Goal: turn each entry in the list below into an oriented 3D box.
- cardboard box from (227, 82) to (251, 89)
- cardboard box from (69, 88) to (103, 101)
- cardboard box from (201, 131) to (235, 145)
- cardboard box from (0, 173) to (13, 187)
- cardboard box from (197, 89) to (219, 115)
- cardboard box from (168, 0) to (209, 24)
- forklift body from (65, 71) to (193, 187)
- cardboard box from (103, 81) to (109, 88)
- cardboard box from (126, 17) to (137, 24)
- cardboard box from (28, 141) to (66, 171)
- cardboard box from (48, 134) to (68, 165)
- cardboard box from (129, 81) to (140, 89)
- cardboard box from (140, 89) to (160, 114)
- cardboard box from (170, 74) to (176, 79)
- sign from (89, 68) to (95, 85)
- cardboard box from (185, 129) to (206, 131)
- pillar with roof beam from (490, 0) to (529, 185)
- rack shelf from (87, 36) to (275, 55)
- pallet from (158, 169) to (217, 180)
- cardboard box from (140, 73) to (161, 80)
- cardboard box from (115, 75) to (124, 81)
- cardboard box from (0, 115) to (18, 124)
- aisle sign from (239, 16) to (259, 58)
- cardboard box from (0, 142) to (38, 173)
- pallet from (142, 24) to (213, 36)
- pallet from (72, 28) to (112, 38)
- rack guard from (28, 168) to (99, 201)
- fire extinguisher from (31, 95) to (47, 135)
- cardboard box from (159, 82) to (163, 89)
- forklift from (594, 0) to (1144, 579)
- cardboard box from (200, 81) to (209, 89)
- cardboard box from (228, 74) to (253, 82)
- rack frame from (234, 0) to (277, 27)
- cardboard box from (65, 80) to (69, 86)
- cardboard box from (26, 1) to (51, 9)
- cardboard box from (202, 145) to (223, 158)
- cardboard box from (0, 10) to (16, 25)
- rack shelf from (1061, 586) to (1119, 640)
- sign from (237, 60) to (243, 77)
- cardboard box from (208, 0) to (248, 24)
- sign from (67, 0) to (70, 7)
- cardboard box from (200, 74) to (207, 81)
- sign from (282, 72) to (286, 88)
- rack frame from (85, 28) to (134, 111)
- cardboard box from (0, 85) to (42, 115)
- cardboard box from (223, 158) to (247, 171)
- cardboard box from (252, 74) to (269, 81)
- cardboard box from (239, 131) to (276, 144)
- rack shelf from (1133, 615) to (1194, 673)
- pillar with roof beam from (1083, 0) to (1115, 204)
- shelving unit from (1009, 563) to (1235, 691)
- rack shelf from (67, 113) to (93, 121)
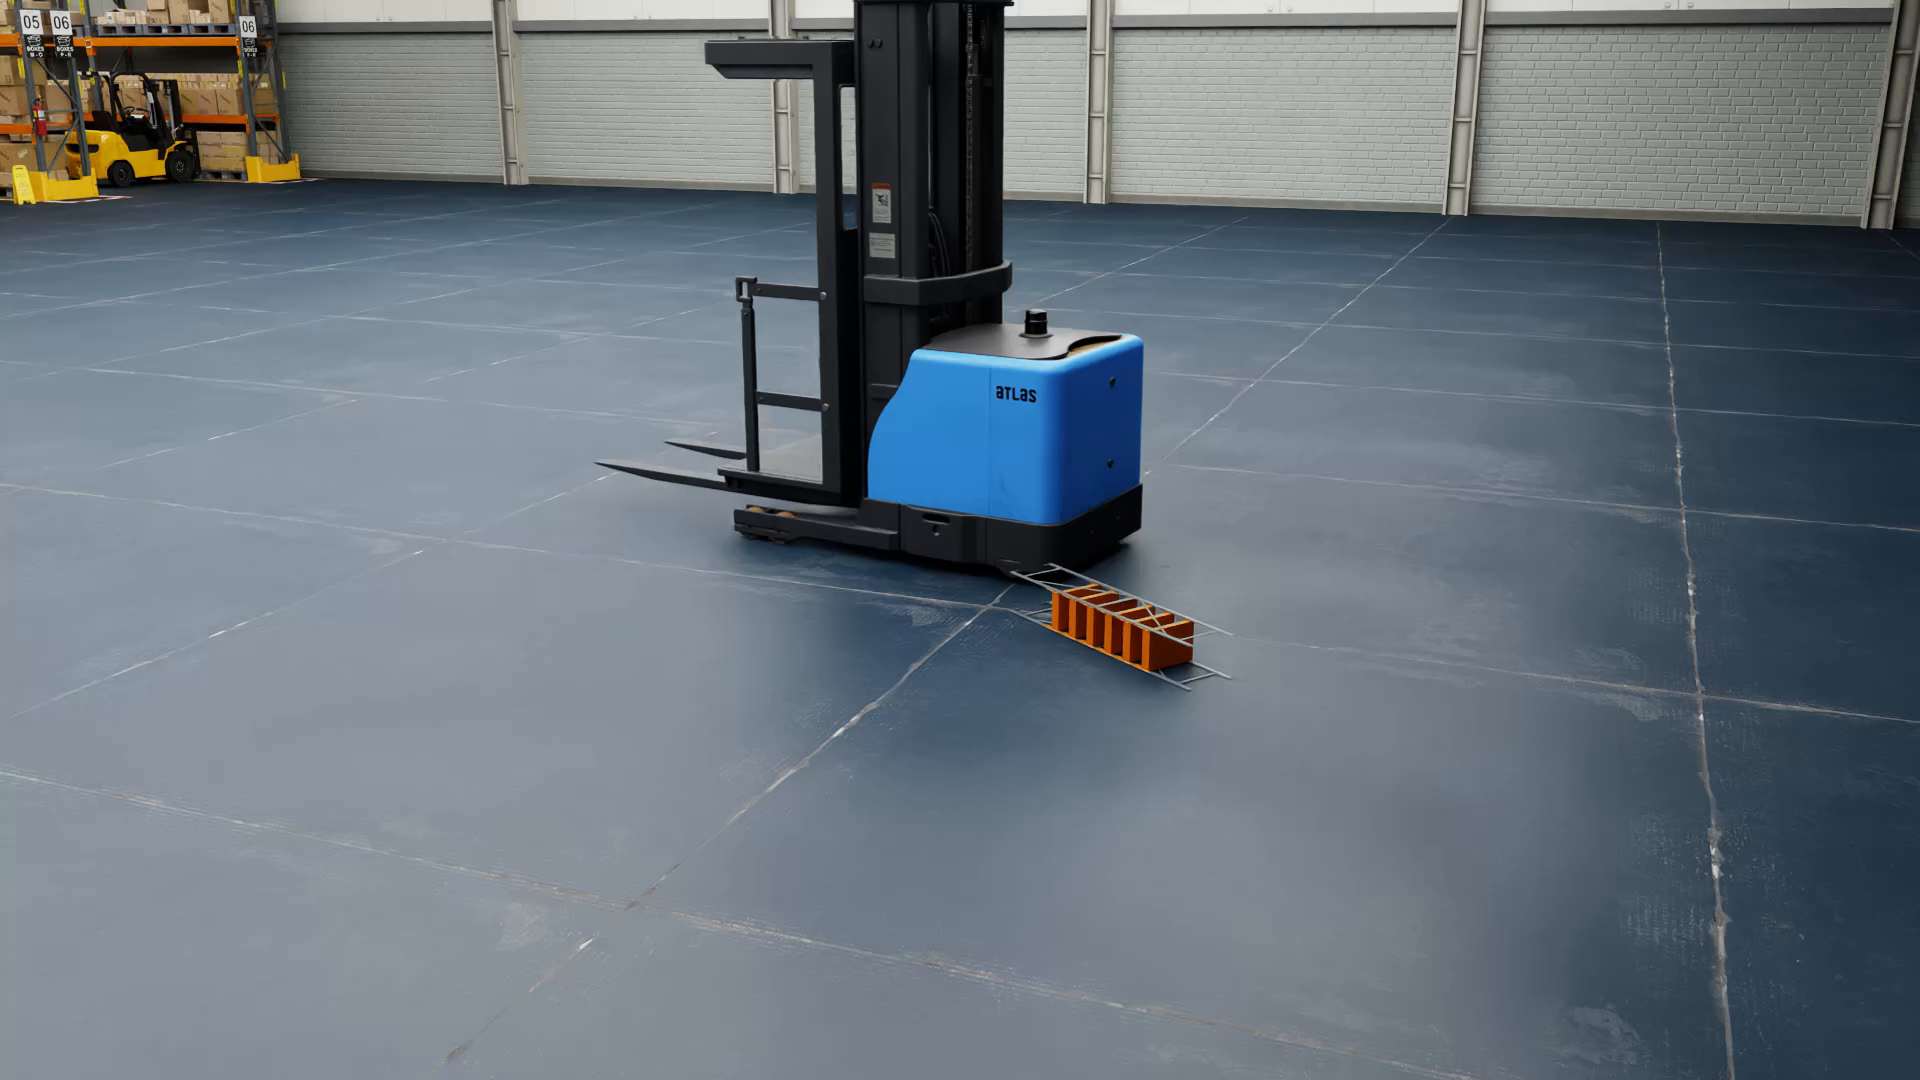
[{"bbox_3d":[-14.485,-9.137,33.422,0.250,0.149,0.380,7,17,21],"label":"cardboard box"},{"bbox_3d":[-18.332,-9.375,34.960,0.500,0.250,0.500,6,17,19],"label":"cardboard box"},{"bbox_3d":[-15.080,-8.192,33.898,0.500,0.250,0.500,7,17,22],"label":"cardboard box"},{"bbox_3d":[-16.751,-6.423,29.597,0.500,0.250,0.500,6,17,20],"label":"cardboard box"},{"bbox_3d":[-15.093,-8.900,33.771,0.500,0.500,0.500,7,18,22],"label":"cardboard box"},{"bbox_3d":[-15.477,-10.665,33.539,0.500,0.500,0.700,6,17,21],"label":"cardboard box"},{"bbox_3d":[-16.493,-8.127,32.811,1.214,2.155,2.313,6,17,21],"label":"forklift body"},{"bbox_3d":[-17.581,-9.482,34.613,0.250,0.149,0.380,6,17,20],"label":"cardboard box"},{"bbox_3d":[-16.760,-10.590,33.908,0.250,0.149,0.380,7,18,22],"label":"cardboard box"},{"bbox_3d":[-16.549,-6.924,29.978,0.500,0.500,0.500,6,17,19],"label":"cardboard box"},{"bbox_3d":[-18.990,-8.416,35.791,0.625,0.625,0.875,6,17,20],"label":"cardboard box"},{"bbox_3d":[-16.885,-9.392,34.303,0.250,0.149,0.380,7,17,22],"label":"cardboard box"},{"bbox_3d":[-16.502,-9.058,34.315,0.500,0.500,0.500,6,17,20],"label":"cardboard box"},{"bbox_3d":[-15.900,-9.454,33.982,0.250,0.149,0.380,7,17,21],"label":"cardboard box"},{"bbox_3d":[-17.971,-9.600,34.426,0.005,0.325,0.100,6,17,21],"label":"sign"},{"bbox_3d":[-15.839,-8.432,34.724,0.500,0.250,0.500,6,17,20],"label":"cardboard box"},{"bbox_3d":[-10.375,-10.270,27.909,0.400,9.000,9.100,6,17,21],"label":"pillar with roof beam"},{"bbox_3d":[-15.921,-10.114,34.042,4.000,0.370,1.077,6,17,21],"label":"rack shelf"},{"bbox_3d":[-15.918,-7.668,34.707,1.213,0.211,1.003,6,17,21],"label":"pallet"},{"bbox_3d":[-16.623,-9.517,34.198,0.250,0.149,0.380,6,17,20],"label":"cardboard box"},{"bbox_3d":[-17.310,-9.617,34.545,0.250,0.149,0.380,7,17,21],"label":"cardboard box"},{"bbox_3d":[-16.581,-7.386,29.185,0.250,0.149,0.380,6,17,20],"label":"cardboard box"},{"bbox_3d":[-14.107,-9.980,33.007,0.004,0.787,0.394,6,17,21],"label":"aisle sign"},{"bbox_3d":[-16.719,-6.782,29.489,0.500,0.500,0.500,6,17,21],"label":"cardboard box"},{"bbox_3d":[-15.847,-10.416,33.950,1.213,0.211,1.003,6,17,21],"label":"pallet"},{"bbox_3d":[-18.606,-10.659,34.972,1.217,0.209,0.805,6,17,18],"label":"pallet"},{"bbox_3d":[-15.949,-6.334,29.594,0.348,0.500,1.175,6,17,21],"label":"rack guard"},{"bbox_3d":[-15.940,-7.358,28.778,0.183,0.674,0.296,6,17,21],"label":"fire extinguisher"},{"bbox_3d":[-16.150,-9.319,34.050,0.250,0.149,0.380,6,17,19],"label":"cardboard box"},{"bbox_3d":[-0.593,-1.504,8.596,3.031,2.935,1.130,9,19,29],"label":"forklift"},{"bbox_3d":[-15.179,-9.226,33.729,0.250,0.149,0.380,6,17,20],"label":"cardboard box"},{"bbox_3d":[-14.471,-9.299,33.447,0.250,0.149,0.380,6,17,21],"label":"cardboard box"},{"bbox_3d":[-14.060,-11.695,32.818,0.127,3.000,1.000,6,17,21],"label":"rack frame"},{"bbox_3d":[-18.635,-9.621,35.090,0.250,0.149,0.380,6,17,21],"label":"cardboard box"},{"bbox_3d":[-16.134,-9.319,29.032,0.250,0.149,0.380,6,17,20],"label":"cardboard box"},{"bbox_3d":[-15.090,-7.958,33.988,0.500,0.250,0.500,6,17,20],"label":"cardboard box"},{"bbox_3d":[-16.453,-9.020,28.720,0.500,0.250,0.500,6,17,20],"label":"cardboard box"},{"bbox_3d":[0.570,0.315,7.242,0.258,0.180,0.103,-11,19,-33],"label":"rack shelf"},{"bbox_3d":[-14.272,-9.345,32.980,0.005,0.325,0.100,6,17,21],"label":"sign"},{"bbox_3d":[-14.561,-10.534,33.088,0.500,0.500,0.500,7,18,22],"label":"cardboard box"},{"bbox_3d":[-15.679,-9.527,29.164,0.005,0.325,0.100,6,17,21],"label":"sign"},{"bbox_3d":[-15.169,-9.380,33.728,0.250,0.149,0.380,6,17,21],"label":"cardboard box"},{"bbox_3d":[-13.851,-9.411,34.017,0.005,0.325,0.100,6,17,21],"label":"sign"},{"bbox_3d":[-17.781,-9.223,35.064,0.127,3.000,1.000,6,17,21],"label":"rack frame"},{"bbox_3d":[-16.484,-7.701,29.109,0.500,0.500,0.500,6,17,20],"label":"cardboard box"},{"bbox_3d":[-14.613,-7.662,33.863,0.500,0.250,0.500,6,17,21],"label":"cardboard box"},{"bbox_3d":[-14.294,-9.406,33.818,0.250,0.149,0.380,6,17,20],"label":"cardboard box"},{"bbox_3d":[-14.438,-8.274,34.179,0.500,0.250,0.500,6,17,20],"label":"cardboard box"},{"bbox_3d":[0.843,0.425,6.863,0.258,0.180,0.103,-11,19,-33],"label":"rack shelf"},{"bbox_3d":[0.788,-9.042,23.680,0.400,9.000,9.100,6,17,21],"label":"pillar with roof beam"},{"bbox_3d":[0.663,0.353,7.112,0.258,0.189,1.200,-11,19,-33],"label":"shelving unit"},{"bbox_3d":[-19.642,-9.082,35.869,4.000,0.370,1.077,6,17,21],"label":"rack shelf"}]
